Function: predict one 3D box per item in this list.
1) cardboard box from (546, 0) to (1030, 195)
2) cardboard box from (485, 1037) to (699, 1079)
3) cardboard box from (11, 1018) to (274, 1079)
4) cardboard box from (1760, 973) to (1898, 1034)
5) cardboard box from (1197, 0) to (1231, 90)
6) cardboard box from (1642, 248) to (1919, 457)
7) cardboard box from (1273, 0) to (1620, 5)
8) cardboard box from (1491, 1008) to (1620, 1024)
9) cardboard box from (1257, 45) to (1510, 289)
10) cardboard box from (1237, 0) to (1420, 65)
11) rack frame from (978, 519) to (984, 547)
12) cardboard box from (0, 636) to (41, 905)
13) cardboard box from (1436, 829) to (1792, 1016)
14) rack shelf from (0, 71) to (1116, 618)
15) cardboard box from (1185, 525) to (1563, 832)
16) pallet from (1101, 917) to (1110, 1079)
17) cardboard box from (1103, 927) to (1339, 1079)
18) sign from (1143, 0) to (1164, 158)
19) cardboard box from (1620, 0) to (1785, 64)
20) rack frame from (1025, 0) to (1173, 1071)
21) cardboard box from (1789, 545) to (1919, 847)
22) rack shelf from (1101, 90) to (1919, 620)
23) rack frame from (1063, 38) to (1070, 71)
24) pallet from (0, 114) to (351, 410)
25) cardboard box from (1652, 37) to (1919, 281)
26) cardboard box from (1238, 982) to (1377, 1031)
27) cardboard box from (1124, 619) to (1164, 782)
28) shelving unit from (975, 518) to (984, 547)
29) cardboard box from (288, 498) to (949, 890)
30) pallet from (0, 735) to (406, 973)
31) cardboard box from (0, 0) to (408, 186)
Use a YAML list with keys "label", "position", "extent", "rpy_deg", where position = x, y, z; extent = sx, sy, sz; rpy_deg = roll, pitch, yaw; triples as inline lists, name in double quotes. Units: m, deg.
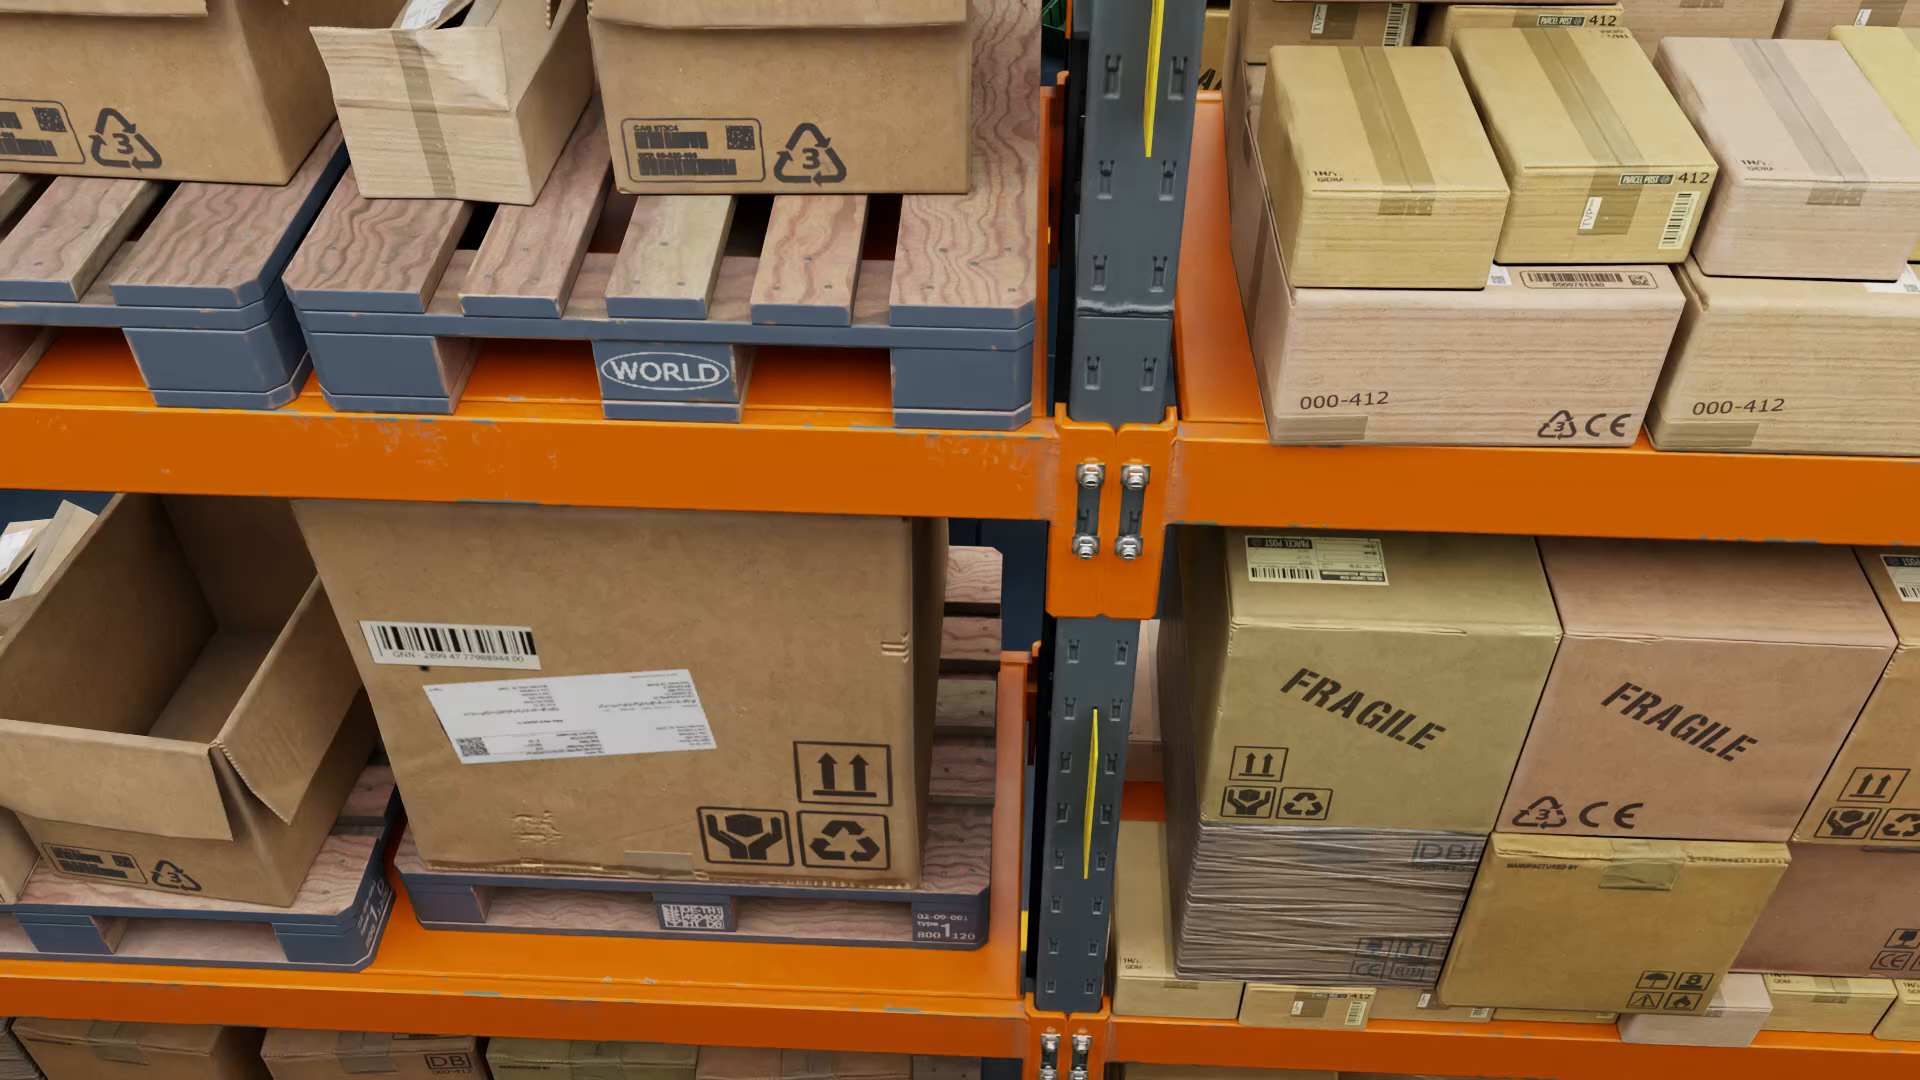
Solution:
- label: "cardboard box"
  position: [-0.228, -0.902, 2.433]
  extent: [0.637, 0.503, 0.797]
  rpy_deg: [0, 43, 0]
- label: "cardboard box"
  position: [-0.851, 1.161, 4.314]
  extent: [0.500, 0.500, 0.700]
  rpy_deg: [2, 43, 2]
- label: "cardboard box"
  position: [-1.968, 1.127, 4.350]
  extent: [0.500, 0.500, 0.700]
  rpy_deg: [5, 43, 5]
- label: "cardboard box"
  position: [1.688, 0.794, 3.382]
  extent: [0.250, 0.149, 0.380]
  rpy_deg: [2, 43, 2]
- label: "cardboard box"
  position: [1.186, -2.215, 7.678]
  extent: [0.875, 0.875, 0.875]
  rpy_deg: [2, 43, 3]
- label: "cardboard box"
  position: [1.204, -0.373, 2.359]
  extent: [0.500, 0.250, 0.500]
  rpy_deg: [1, 43, 2]
- label: "cardboard box"
  position: [0.698, -1.117, 2.390]
  extent: [0.500, 0.500, 0.500]
  rpy_deg: [1, 43, 1]
- label: "cardboard box"
  position: [1.188, 0.779, 3.398]
  extent: [0.250, 0.149, 0.380]
  rpy_deg: [2, 43, 2]
- label: "cardboard box"
  position: [0.547, -0.500, 2.203]
  extent: [0.250, 0.149, 0.380]
  rpy_deg: [1, 43, 1]
- label: "cardboard box"
  position: [0.574, -0.907, 2.640]
  extent: [0.250, 0.149, 0.380]
  rpy_deg: [3, 43, 3]
- label: "rack frame"
  position: [0.078, -0.766, 5.532]
  extent: [0.015, 2.100, 0.400]
  rpy_deg: [2, 43, 2]
- label: "cardboard box"
  position: [-2.095, 0.455, 3.363]
  extent: [0.500, 0.250, 0.500]
  rpy_deg: [1, 43, 1]
- label: "cardboard box"
  position: [1.181, 0.418, 3.309]
  extent: [0.500, 0.500, 0.875]
  rpy_deg: [2, 43, 2]
- label: "rack shelf"
  position: [-1.761, -0.427, 2.835]
  extent: [4.000, 0.370, 1.077]
  rpy_deg: [2, 43, 2]
- label: "cardboard box"
  position: [0.675, 0.144, 2.869]
  extent: [0.500, 0.500, 0.500]
  rpy_deg: [2, 43, 2]
- label: "pallet"
  position: [0.909, 1.485, 4.501]
  extent: [1.213, 0.211, 1.003]
  rpy_deg: [2, 43, 2]
- label: "cardboard box"
  position: [0.634, 1.269, 4.213]
  extent: [0.500, 0.500, 0.500]
  rpy_deg: [1, 43, 1]
- label: "sign"
  position: [0.215, -0.584, 1.808]
  extent: [0.005, 0.325, 0.100]
  rpy_deg: [2, 43, 2]
- label: "cardboard box"
  position: [1.092, -0.888, 2.619]
  extent: [0.250, 0.149, 0.380]
  rpy_deg: [0, 43, 0]
- label: "rack frame"
  position: [0.237, 0.469, 3.546]
  extent: [0.127, 3.000, 1.000]
  rpy_deg: [2, 43, 2]
- label: "cardboard box"
  position: [1.674, 0.174, 2.837]
  extent: [0.500, 0.500, 0.500]
  rpy_deg: [2, 43, 2]
- label: "rack shelf"
  position: [2.235, -0.304, 2.703]
  extent: [4.000, 0.370, 1.077]
  rpy_deg: [2, 43, 2]
- label: "rack frame"
  position: [0.561, -2.906, 7.169]
  extent: [0.127, 3.000, 1.000]
  rpy_deg: [2, 43, 2]
- label: "pallet"
  position: [-1.411, -0.681, 2.718]
  extent: [1.003, 0.211, 1.213]
  rpy_deg: [2, 43, 2]
- label: "cardboard box"
  position: [1.088, -0.515, 2.220]
  extent: [0.250, 0.149, 0.380]
  rpy_deg: [2, 43, 2]
- label: "cardboard box"
  position: [0.687, 0.789, 3.387]
  extent: [0.250, 0.149, 0.380]
  rpy_deg: [2, 43, 2]
- label: "cardboard box"
  position: [0.465, 0.367, 3.840]
  extent: [0.250, 0.149, 0.380]
  rpy_deg: [2, 43, 2]
- label: "shelving unit"
  position: [-0.165, -0.773, 5.540]
  extent: [0.503, 2.100, 0.431]
  rpy_deg: [2, 43, 2]
- label: "cardboard box"
  position: [-0.551, -0.024, 3.327]
  extent: [1.000, 1.000, 1.000]
  rpy_deg: [2, 43, 2]
- label: "pallet"
  position: [-1.780, 0.449, 3.708]
  extent: [1.213, 0.211, 1.003]
  rpy_deg: [2, 43, 2]
- label: "cardboard box"
  position: [-1.170, -0.931, 2.464]
  extent: [0.637, 0.503, 0.797]
  rpy_deg: [3, 43, 4]
